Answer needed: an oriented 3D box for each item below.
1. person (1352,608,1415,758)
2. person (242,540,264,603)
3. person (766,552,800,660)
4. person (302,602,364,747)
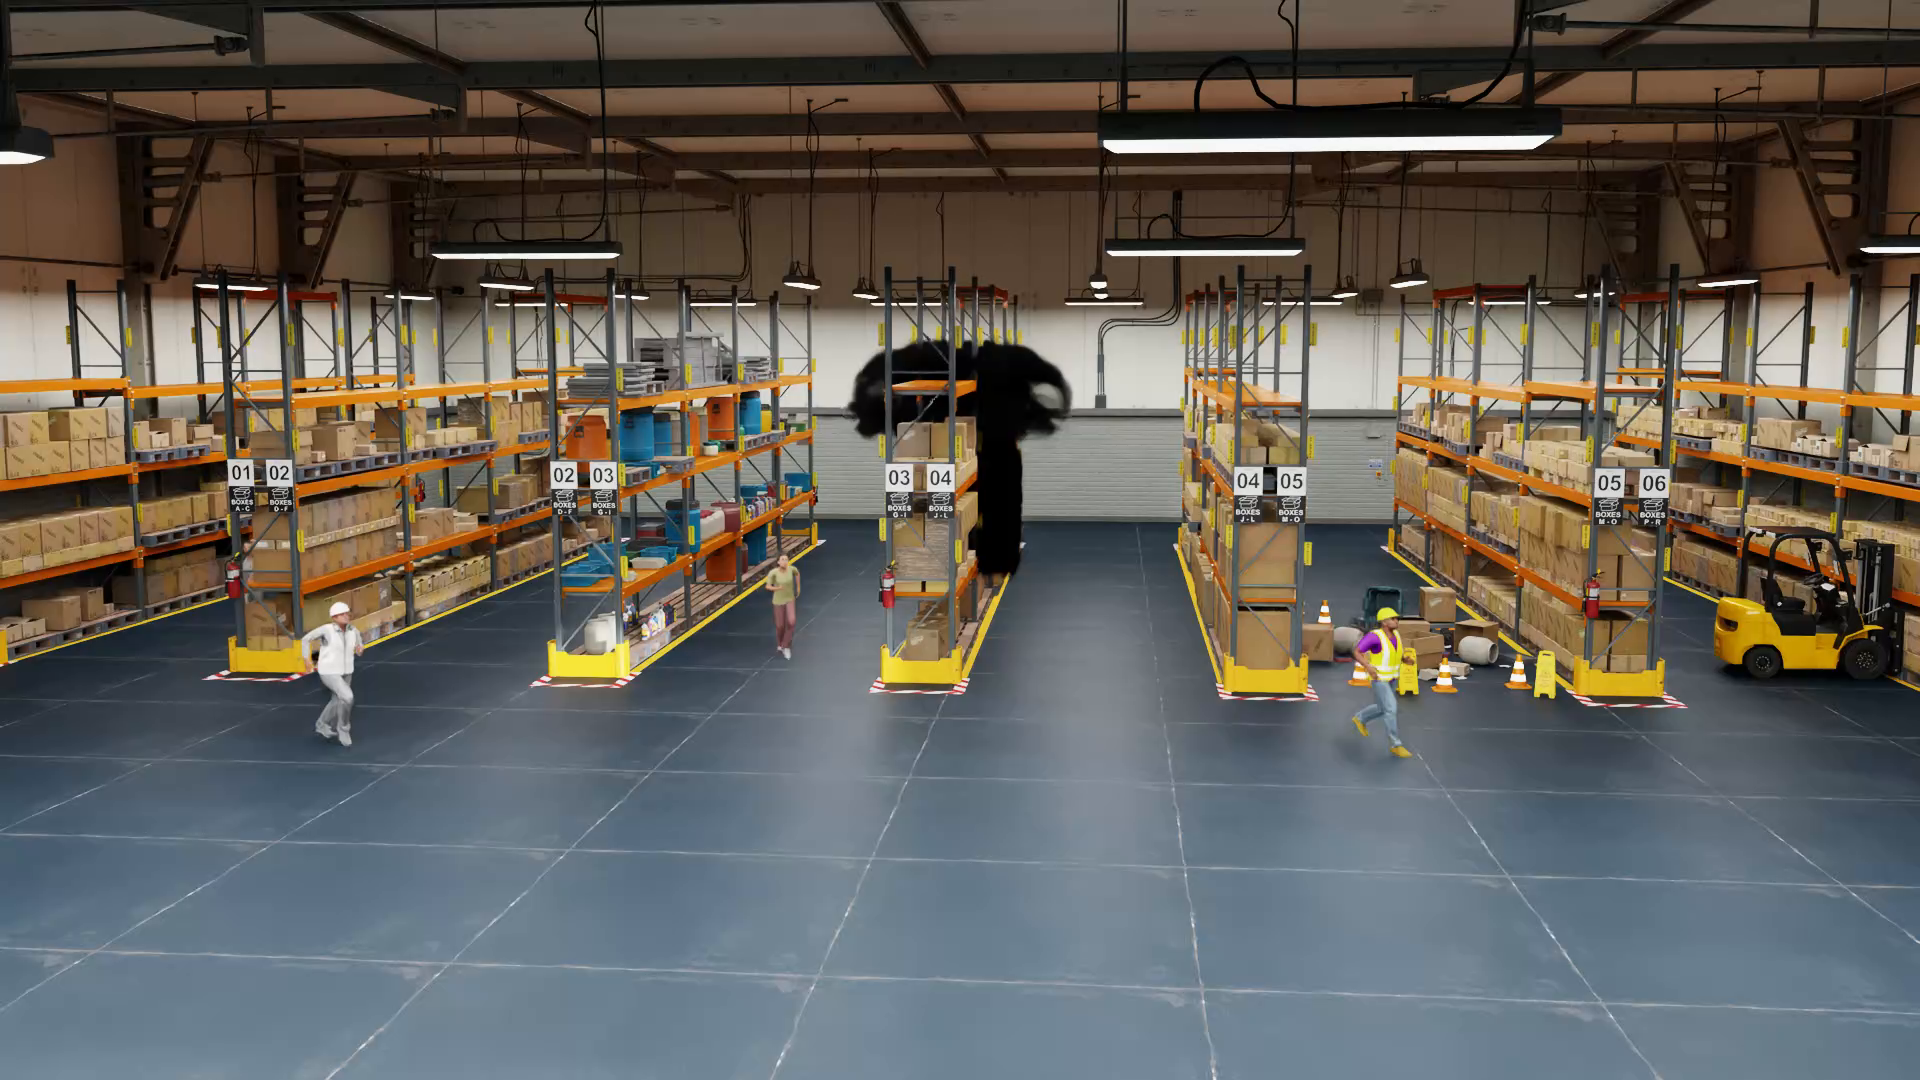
[{"bbox_3d":[5.110,1.690,20.140,0.711,1.773,0.936,-6,9,-41],"label":"person"},{"bbox_3d":[-11.798,0.834,27.755,0.499,1.710,0.841,0,7,-4],"label":"person"},{"bbox_3d":[-2.777,1.009,26.141,0.600,1.679,0.802,-2,7,-18],"label":"person"},{"bbox_3d":[-7.687,1.647,20.500,0.827,1.787,0.681,4,8,32],"label":"person"}]
